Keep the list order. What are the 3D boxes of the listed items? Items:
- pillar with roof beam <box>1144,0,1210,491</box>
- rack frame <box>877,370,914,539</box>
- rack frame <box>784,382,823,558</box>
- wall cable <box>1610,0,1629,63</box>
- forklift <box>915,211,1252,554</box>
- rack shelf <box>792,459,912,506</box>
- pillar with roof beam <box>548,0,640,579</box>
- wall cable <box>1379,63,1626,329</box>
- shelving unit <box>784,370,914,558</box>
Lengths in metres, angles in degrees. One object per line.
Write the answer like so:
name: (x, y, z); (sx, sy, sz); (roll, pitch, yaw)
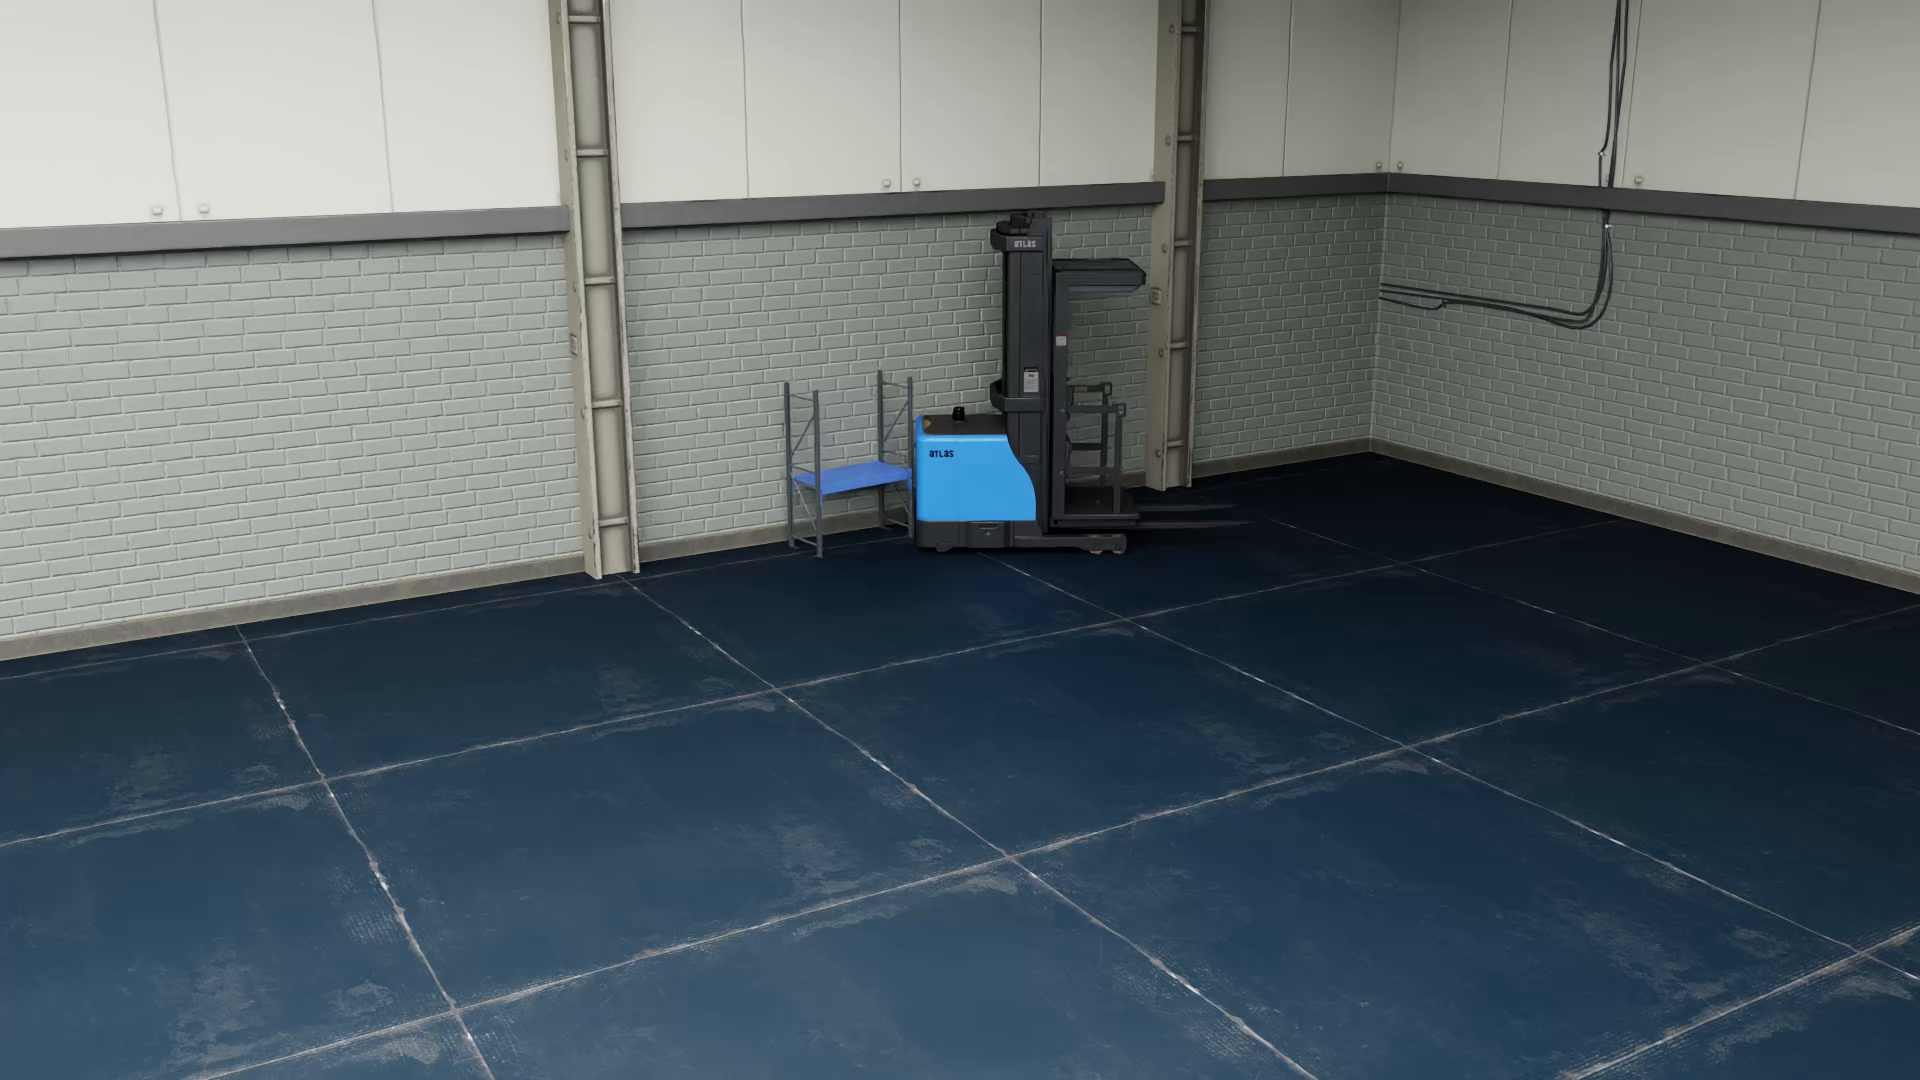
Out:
pillar with roof beam: (4.373, -3.902, 12.496); (0.400, 9.000, 9.100); (-9, 18, -30)
rack frame: (-0.591, -0.788, 15.284); (0.032, 1.500, 0.500); (-12, 20, -37)
rack frame: (-1.383, -0.616, 14.670); (0.032, 1.500, 0.500); (-12, 20, -37)
wall cable: (6.755, -5.312, 13.924); (0.112, 2.526, 3.097); (-9, 18, -30)
forklift: (1.106, -1.429, 14.918); (3.031, 2.935, 1.130); (-1, 16, -2)
rack shelf: (-0.987, -0.529, 15.026); (1.000, 0.185, 0.538); (-12, 20, -37)
pillar with roof beam: (-0.771, -3.068, 9.521); (0.400, 9.000, 9.100); (-9, 18, -30)
wall cable: (5.362, -3.506, 16.838); (0.112, 2.526, 3.097); (-9, 18, -30)
shelving unit: (-0.987, -0.702, 14.977); (1.048, 1.500, 0.538); (-12, 20, -37)
